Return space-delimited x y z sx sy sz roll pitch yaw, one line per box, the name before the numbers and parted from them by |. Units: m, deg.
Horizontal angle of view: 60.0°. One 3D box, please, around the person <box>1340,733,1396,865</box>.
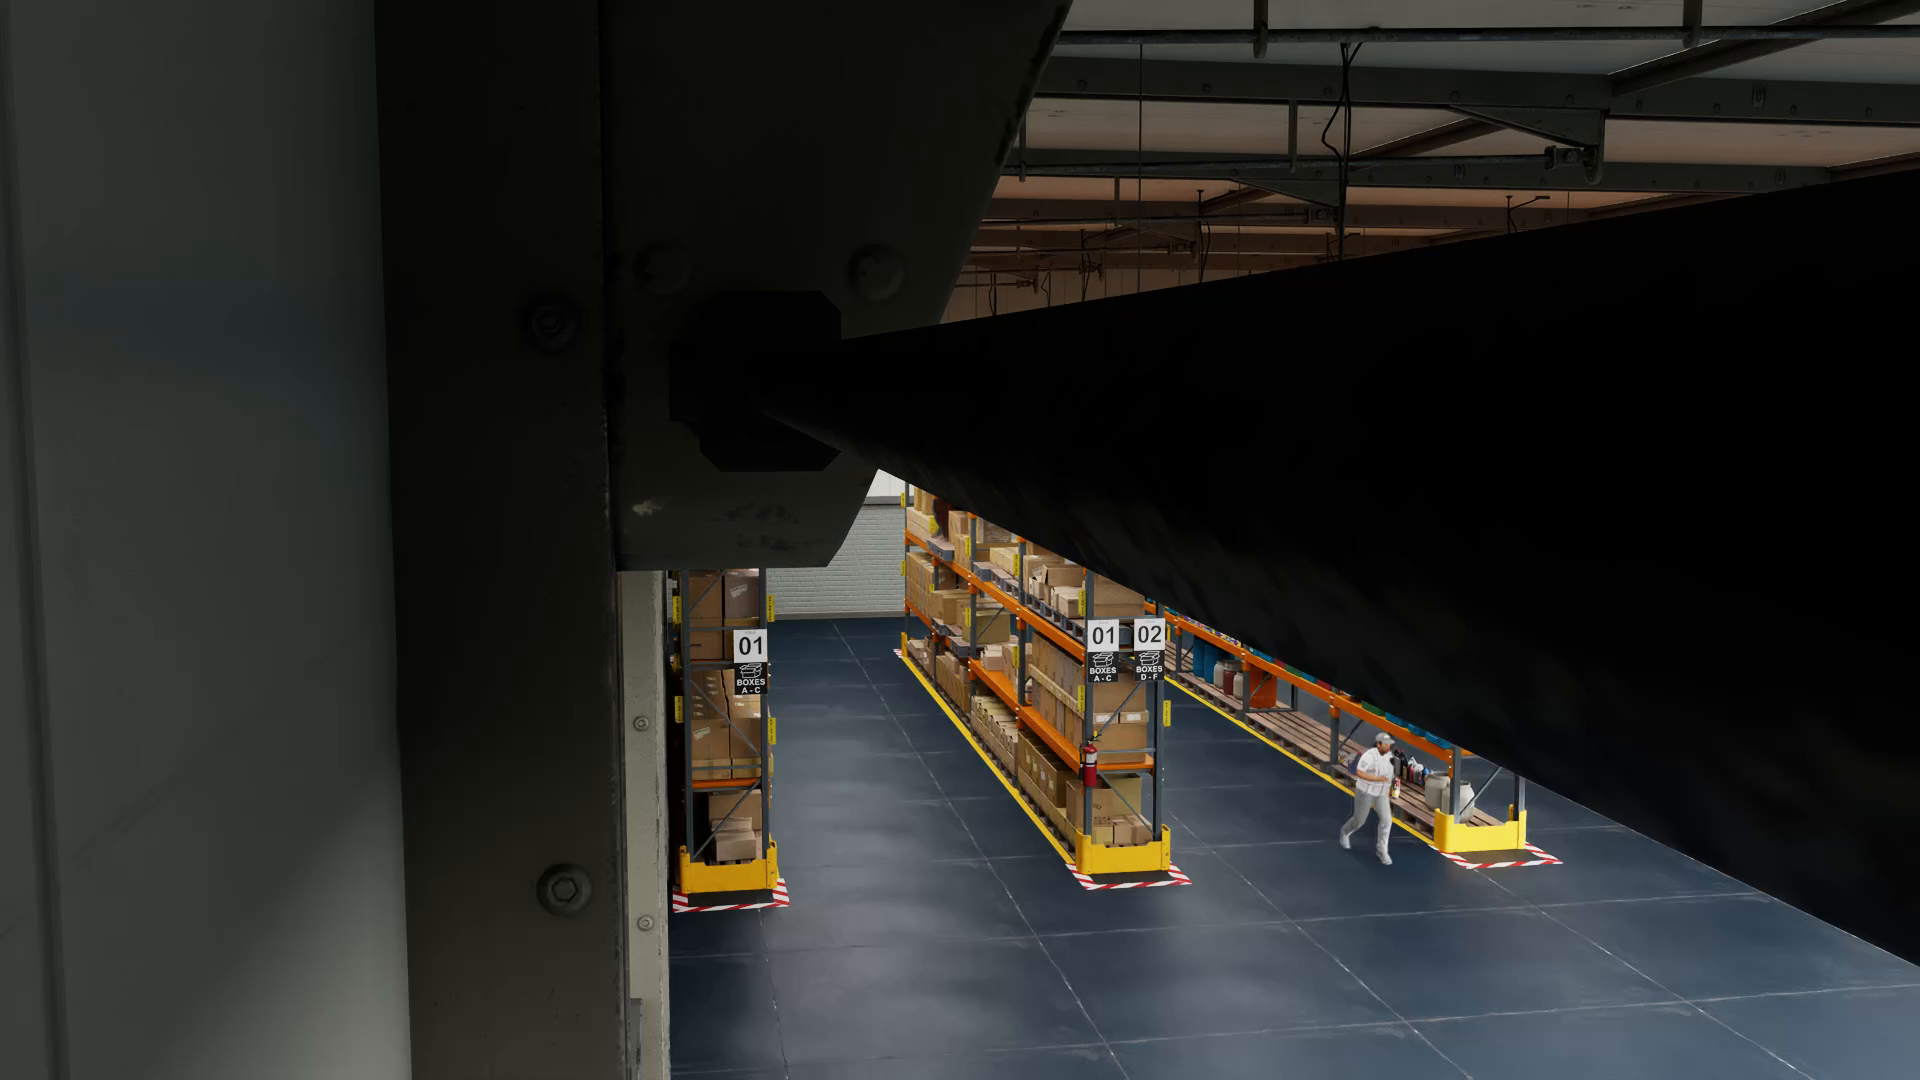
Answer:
person | 5.367 3.288 21.593 0.665 1.638 0.943 -3 6 -23
